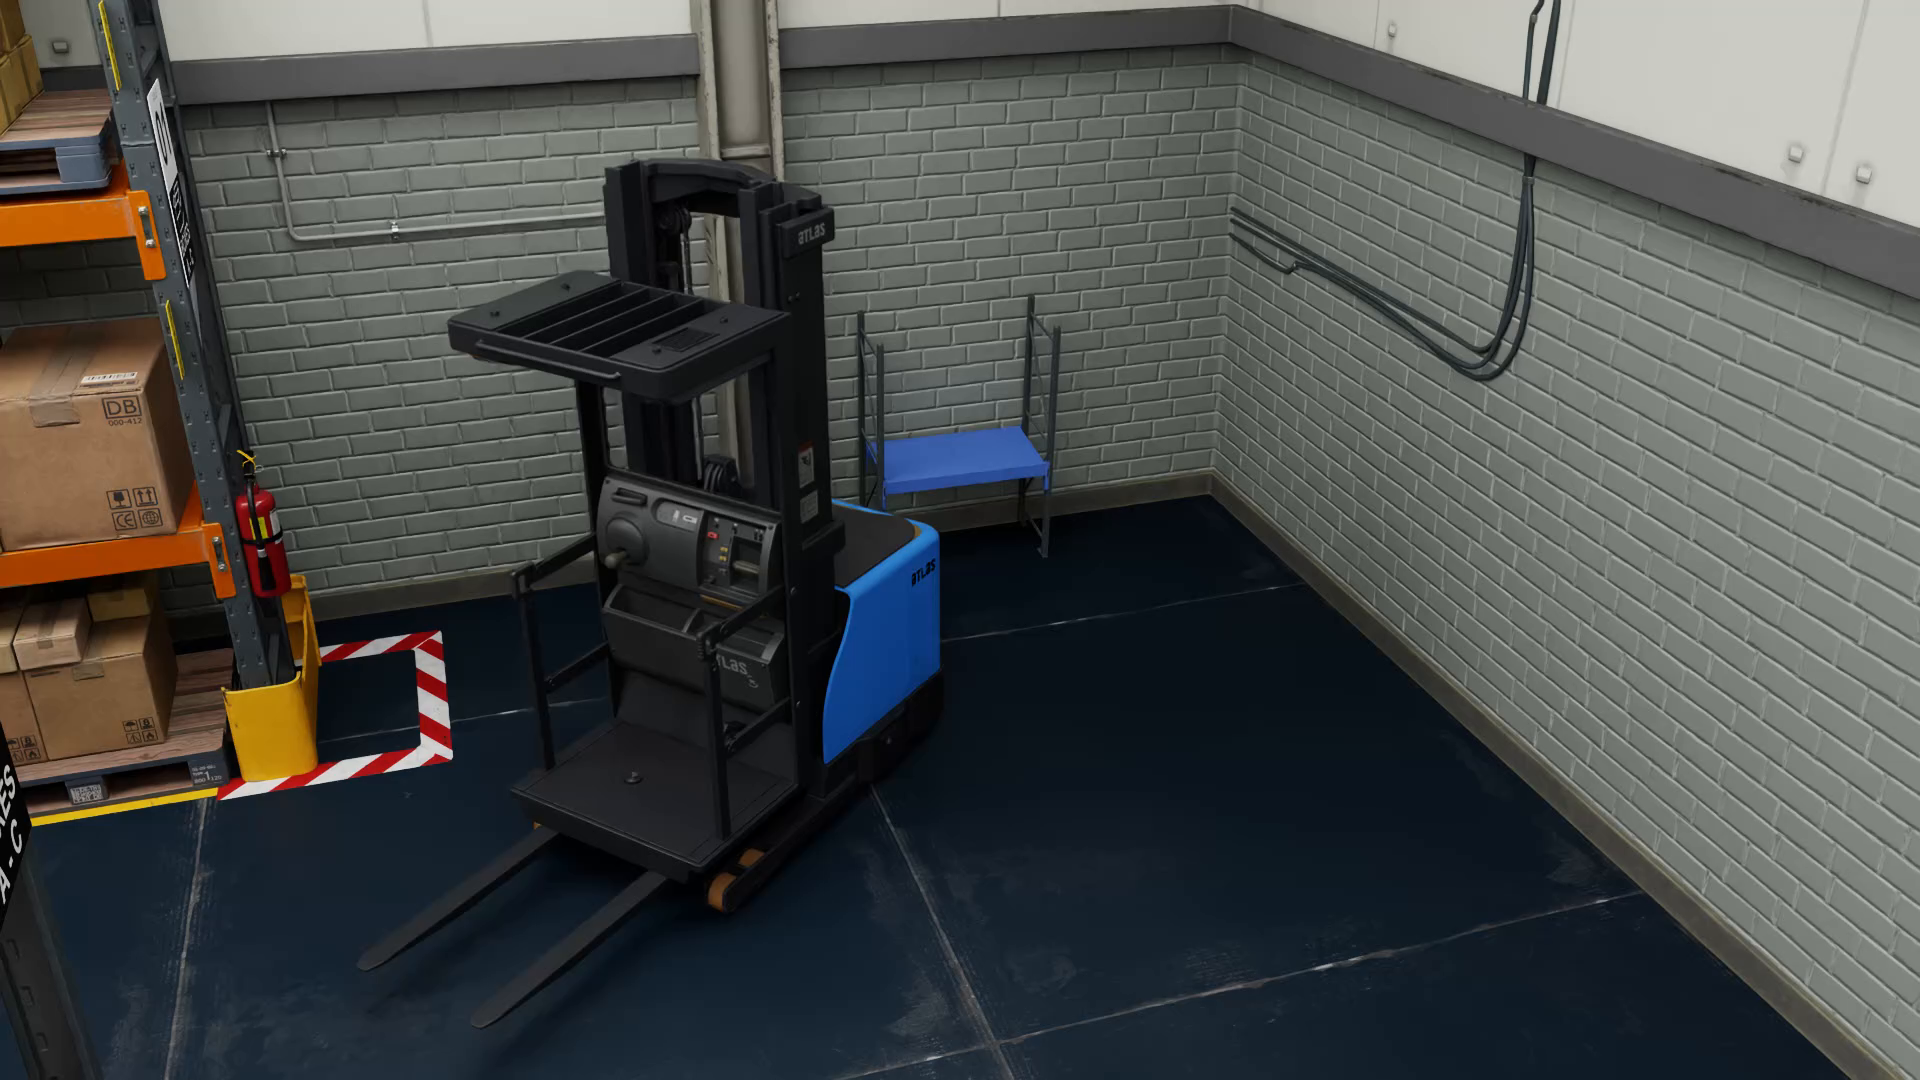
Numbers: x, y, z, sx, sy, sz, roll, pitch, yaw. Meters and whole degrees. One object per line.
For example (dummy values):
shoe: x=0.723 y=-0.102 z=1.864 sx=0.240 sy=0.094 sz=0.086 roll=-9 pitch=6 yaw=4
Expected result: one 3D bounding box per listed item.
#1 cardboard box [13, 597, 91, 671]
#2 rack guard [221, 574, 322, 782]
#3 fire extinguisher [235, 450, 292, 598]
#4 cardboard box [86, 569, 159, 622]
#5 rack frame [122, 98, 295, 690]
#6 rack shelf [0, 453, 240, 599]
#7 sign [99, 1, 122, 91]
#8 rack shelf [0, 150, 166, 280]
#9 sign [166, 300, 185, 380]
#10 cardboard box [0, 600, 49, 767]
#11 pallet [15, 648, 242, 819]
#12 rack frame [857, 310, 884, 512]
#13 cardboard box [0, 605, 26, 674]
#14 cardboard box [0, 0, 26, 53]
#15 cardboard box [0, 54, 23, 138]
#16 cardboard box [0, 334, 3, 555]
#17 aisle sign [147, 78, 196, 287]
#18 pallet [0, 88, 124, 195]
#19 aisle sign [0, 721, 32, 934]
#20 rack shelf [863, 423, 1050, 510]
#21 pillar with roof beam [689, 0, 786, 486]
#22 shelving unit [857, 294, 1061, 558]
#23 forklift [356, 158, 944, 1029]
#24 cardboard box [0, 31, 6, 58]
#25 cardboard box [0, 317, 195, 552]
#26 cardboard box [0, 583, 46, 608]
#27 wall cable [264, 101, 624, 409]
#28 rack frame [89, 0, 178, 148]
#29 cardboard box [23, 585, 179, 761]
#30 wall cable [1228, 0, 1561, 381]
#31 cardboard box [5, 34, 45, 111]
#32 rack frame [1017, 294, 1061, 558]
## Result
cardboard box: x=-4.159 y=0.426 z=7.627 sx=0.250 sy=0.149 sz=0.380 roll=-9 pitch=28 yaw=-17
rack guard: x=-3.436 y=0.668 z=8.342 sx=0.348 sy=0.500 sz=1.175 roll=-8 pitch=28 yaw=-16
fire extinguisher: x=-3.172 y=-0.072 z=7.528 sx=0.183 sy=0.674 sz=0.296 roll=-8 pitch=28 yaw=-16
cardboard box: x=-4.036 y=0.230 z=8.023 sx=0.250 sy=0.149 sz=0.380 roll=-8 pitch=28 yaw=-16
rack frame: x=-3.459 y=-0.448 z=7.779 sx=0.127 sy=3.000 sz=1.000 roll=-8 pitch=28 yaw=-16
rack shelf: x=-5.360 y=0.150 z=7.384 sx=4.000 sy=0.370 sz=1.077 roll=-8 pitch=28 yaw=-16
sign: x=-3.304 y=-1.921 z=6.467 sx=0.005 sy=0.325 sz=0.100 roll=-8 pitch=28 yaw=-16
rack shelf: x=-5.360 y=-1.194 z=6.717 sx=4.000 sy=0.370 sz=1.077 roll=-8 pitch=28 yaw=-16
sign: x=-3.304 y=-0.841 z=7.003 sx=0.005 sy=0.325 sz=0.100 roll=-8 pitch=28 yaw=-16
cardboard box: x=-4.569 y=0.691 z=7.823 sx=0.500 sy=0.500 sz=0.700 roll=-8 pitch=28 yaw=-16
pallet: x=-4.195 y=0.944 z=8.111 sx=1.213 sy=0.211 sz=1.003 roll=-8 pitch=28 yaw=-16
rack frame: x=-0.514 y=-0.532 z=9.590 sx=0.032 sy=1.500 sz=0.500 roll=-7 pitch=32 yaw=-15
cardboard box: x=-4.402 y=0.462 z=7.556 sx=0.250 sy=0.149 sz=0.380 roll=-7 pitch=27 yaw=-15
cardboard box: x=-4.228 y=-2.295 z=6.866 sx=0.500 sy=0.500 sz=0.500 roll=-9 pitch=28 yaw=-18
cardboard box: x=-4.073 y=-1.744 z=6.601 sx=0.500 sy=0.250 sz=0.500 roll=-7 pitch=27 yaw=-15
cardboard box: x=-4.629 y=-0.403 z=7.351 sx=0.700 sy=0.700 sz=0.980 roll=-8 pitch=28 yaw=-17
aisle sign: x=-3.297 y=-1.495 z=6.965 sx=0.004 sy=0.787 sz=0.394 roll=-8 pitch=28 yaw=-16
pallet: x=-4.161 y=-1.645 z=6.917 sx=1.213 sy=0.211 sz=1.003 roll=-8 pitch=28 yaw=-16
aisle sign: x=-1.947 y=0.348 z=3.252 sx=0.004 sy=0.787 sz=0.394 roll=-8 pitch=28 yaw=-16
rack shelf: x=-0.030 y=-0.442 z=9.811 sx=1.000 sy=0.185 sz=0.538 roll=-7 pitch=32 yaw=-15
pillar with roof beam: x=0.174 y=-2.052 z=4.264 sx=0.400 sy=9.000 sz=9.100 roll=-8 pitch=28 yaw=-16
shelving unit: x=-0.026 y=-0.596 z=9.719 sx=1.048 sy=1.500 sz=0.538 roll=-7 pitch=32 yaw=-15
forklift: x=-1.273 y=0.034 z=6.886 sx=1.130 sy=2.935 sz=3.031 roll=15 pitch=30 yaw=27
cardboard box: x=-4.070 y=-2.077 z=6.428 sx=0.500 sy=0.500 sz=0.500 roll=-8 pitch=28 yaw=-16
cardboard box: x=-3.941 y=-0.508 z=7.562 sx=0.700 sy=0.700 sz=0.980 roll=-7 pitch=27 yaw=-14
cardboard box: x=-4.518 y=0.300 z=7.882 sx=0.250 sy=0.149 sz=0.380 roll=-8 pitch=28 yaw=-16
wall cable: x=-2.534 y=-1.479 z=8.714 sx=1.851 sy=1.984 sz=0.084 roll=-8 pitch=28 yaw=-16
rack frame: x=-3.459 y=-3.135 z=6.445 sx=0.127 sy=3.000 sz=1.000 roll=-8 pitch=28 yaw=-16
cardboard box: x=-4.093 y=0.622 z=7.962 sx=0.500 sy=0.500 sz=0.700 roll=-8 pitch=28 yaw=-16
wall cable: x=2.030 y=-2.372 z=8.400 sx=0.112 sy=2.526 sz=3.097 roll=-8 pitch=28 yaw=-16
cardboard box: x=-4.229 y=-1.960 z=7.036 sx=0.500 sy=0.250 sz=0.500 roll=-7 pitch=27 yaw=-13
rack frame: x=0.462 y=-0.660 z=9.848 sx=0.032 sy=1.500 sz=0.500 roll=-7 pitch=32 yaw=-15
